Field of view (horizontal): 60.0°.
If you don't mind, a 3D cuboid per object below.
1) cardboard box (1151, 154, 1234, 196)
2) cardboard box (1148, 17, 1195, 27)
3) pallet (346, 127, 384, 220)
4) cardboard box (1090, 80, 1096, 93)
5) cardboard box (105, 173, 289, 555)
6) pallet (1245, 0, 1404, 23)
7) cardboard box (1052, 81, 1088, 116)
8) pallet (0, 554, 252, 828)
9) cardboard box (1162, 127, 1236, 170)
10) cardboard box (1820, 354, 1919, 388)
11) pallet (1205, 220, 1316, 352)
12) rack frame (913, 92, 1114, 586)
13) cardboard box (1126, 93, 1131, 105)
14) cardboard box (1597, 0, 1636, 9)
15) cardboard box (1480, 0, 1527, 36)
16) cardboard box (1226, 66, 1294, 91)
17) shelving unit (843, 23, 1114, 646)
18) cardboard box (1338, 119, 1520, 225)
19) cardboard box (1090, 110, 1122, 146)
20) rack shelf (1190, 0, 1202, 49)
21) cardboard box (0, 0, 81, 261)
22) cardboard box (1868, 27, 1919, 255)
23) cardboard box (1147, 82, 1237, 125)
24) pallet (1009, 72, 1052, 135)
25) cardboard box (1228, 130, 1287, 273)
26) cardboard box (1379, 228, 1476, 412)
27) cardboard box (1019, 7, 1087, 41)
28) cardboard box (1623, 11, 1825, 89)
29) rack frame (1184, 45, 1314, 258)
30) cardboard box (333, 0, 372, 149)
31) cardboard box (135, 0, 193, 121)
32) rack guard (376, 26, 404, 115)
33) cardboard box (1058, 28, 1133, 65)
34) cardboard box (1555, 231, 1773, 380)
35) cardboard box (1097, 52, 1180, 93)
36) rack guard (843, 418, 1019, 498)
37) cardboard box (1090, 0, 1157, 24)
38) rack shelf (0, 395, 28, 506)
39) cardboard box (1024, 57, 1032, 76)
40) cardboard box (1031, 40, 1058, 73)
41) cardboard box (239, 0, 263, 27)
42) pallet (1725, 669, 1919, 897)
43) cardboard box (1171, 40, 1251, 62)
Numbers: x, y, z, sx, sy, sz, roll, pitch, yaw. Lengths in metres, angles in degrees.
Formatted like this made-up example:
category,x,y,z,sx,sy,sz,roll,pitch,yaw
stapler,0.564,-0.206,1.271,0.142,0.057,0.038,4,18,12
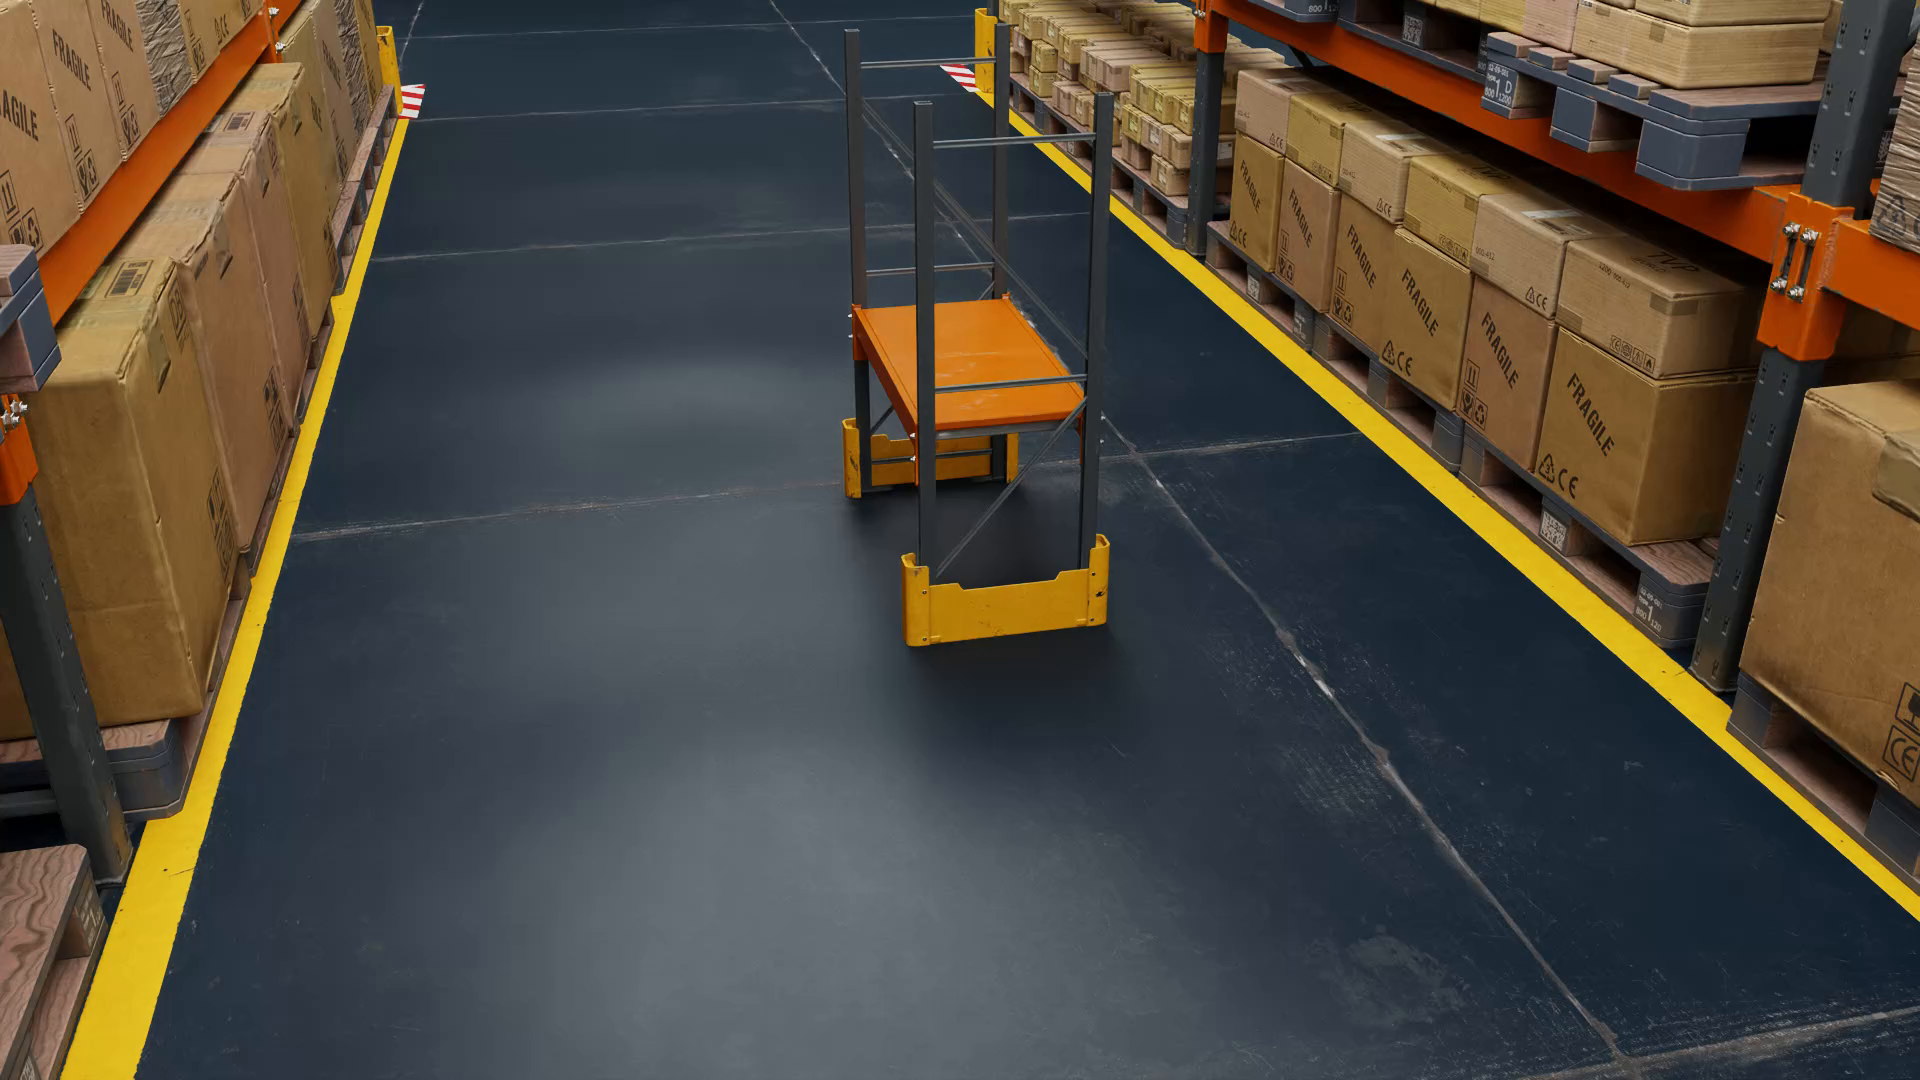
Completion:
category,x,y,z,sx,sy,sz,roll,pitch,yaw
cardboard box,1.162,-1.809,8.204,0.380,0.149,0.250,-6,27,-11
cardboard box,1.342,-3.037,9.976,0.380,0.149,0.250,-5,27,-10
pallet,-3.646,-1.931,8.842,1.003,0.211,1.213,-6,27,-12
cardboard box,0.954,-2.615,9.470,0.380,0.149,0.250,-5,27,-9
cardboard box,-2.700,-0.478,4.760,1.225,0.875,0.875,-6,27,-11
pallet,1.613,-2.321,6.733,1.003,0.211,1.213,-6,27,-12
cardboard box,0.761,-2.607,9.783,0.380,0.149,0.250,-7,28,-14
pallet,-2.475,0.349,4.324,1.003,0.211,1.213,-6,27,-12
cardboard box,1.202,-1.911,8.074,0.380,0.149,0.250,-5,27,-11
cardboard box,2.573,-0.409,5.040,0.500,0.500,0.500,-7,28,-14
pallet,1.760,-1.171,7.335,1.003,0.211,1.213,-6,27,-12
rack frame,0.134,-0.409,4.396,0.500,1.500,0.032,-6,27,-12
cardboard box,1.090,-2.264,8.774,0.380,0.149,0.250,-6,27,-11
cardboard box,1.867,-1.497,4.369,0.380,0.149,0.250,-5,27,-10
cardboard box,1.760,-1.578,4.860,0.380,0.149,0.250,-6,27,-12
cardboard box,1.598,-2.343,8.600,0.380,0.149,0.250,-6,27,-12
shelving unit,0.017,-0.636,4.846,0.587,1.500,1.083,-6,27,-12
cardboard box,1.725,-1.354,6.080,0.500,0.250,0.500,-5,27,-10
cardboard box,0.929,-2.264,9.104,0.380,0.149,0.250,-6,27,-12
rack shelf,1.132,-3.314,9.285,1.077,0.370,4.000,-6,27,-12
cardboard box,-2.215,-0.827,3.449,0.500,0.500,0.500,-5,27,-10
cardboard box,2.322,-0.821,3.437,0.500,0.500,0.500,-6,27,-11
cardboard box,1.153,-2.175,8.268,0.380,0.149,0.250,-6,27,-11
pallet,0.847,-2.875,10.711,1.003,0.211,1.213,-6,27,-12
cardboard box,1.491,-1.477,7.156,0.500,0.500,0.500,-5,27,-10
cardboard box,1.833,-0.794,5.802,0.500,0.500,0.500,-7,28,-14
cardboard box,0.580,-3.196,10.292,0.380,0.149,0.250,-6,27,-12
cardboard box,1.925,-1.246,4.203,0.380,0.149,0.250,-5,27,-11
rack frame,1.583,-2.757,7.383,1.000,3.000,0.127,-6,27,-12
cardboard box,-3.747,-2.620,9.005,0.875,0.875,0.875,-6,27,-12
cardboard box,-2.563,-1.498,4.778,0.500,0.500,0.500,-6,27,-11
rack guard,-4.179,-2.948,10.537,1.175,0.500,0.348,-6,27,-12
cardboard box,0.784,-2.853,9.611,0.380,0.149,0.250,-6,27,-11
cardboard box,2.075,-0.681,4.746,0.500,0.250,0.500,-7,28,-13
cardboard box,0.956,-2.515,8.942,0.380,0.149,0.250,-7,28,-14
rack guard,-0.095,-0.297,5.561,0.587,0.250,0.087,-6,27,-12
cardboard box,1.048,-3.371,10.637,0.380,0.149,0.250,-5,27,-11
rack shelf,-1.920,0.657,1.417,1.077,0.370,4.000,-6,27,-12
cardboard box,0.626,-3.059,10.679,0.380,0.149,0.250,-6,27,-12
cardboard box,0.649,-2.956,10.146,0.380,0.149,0.250,-5,27,-10
cardboard box,-2.901,-2.165,6.099,0.500,0.500,0.500,-6,27,-11
pallet,2.588,0.598,3.832,1.003,0.211,1.213,-6,27,-12
cardboard box,1.397,-2.686,9.280,0.380,0.149,0.250,-7,28,-14
